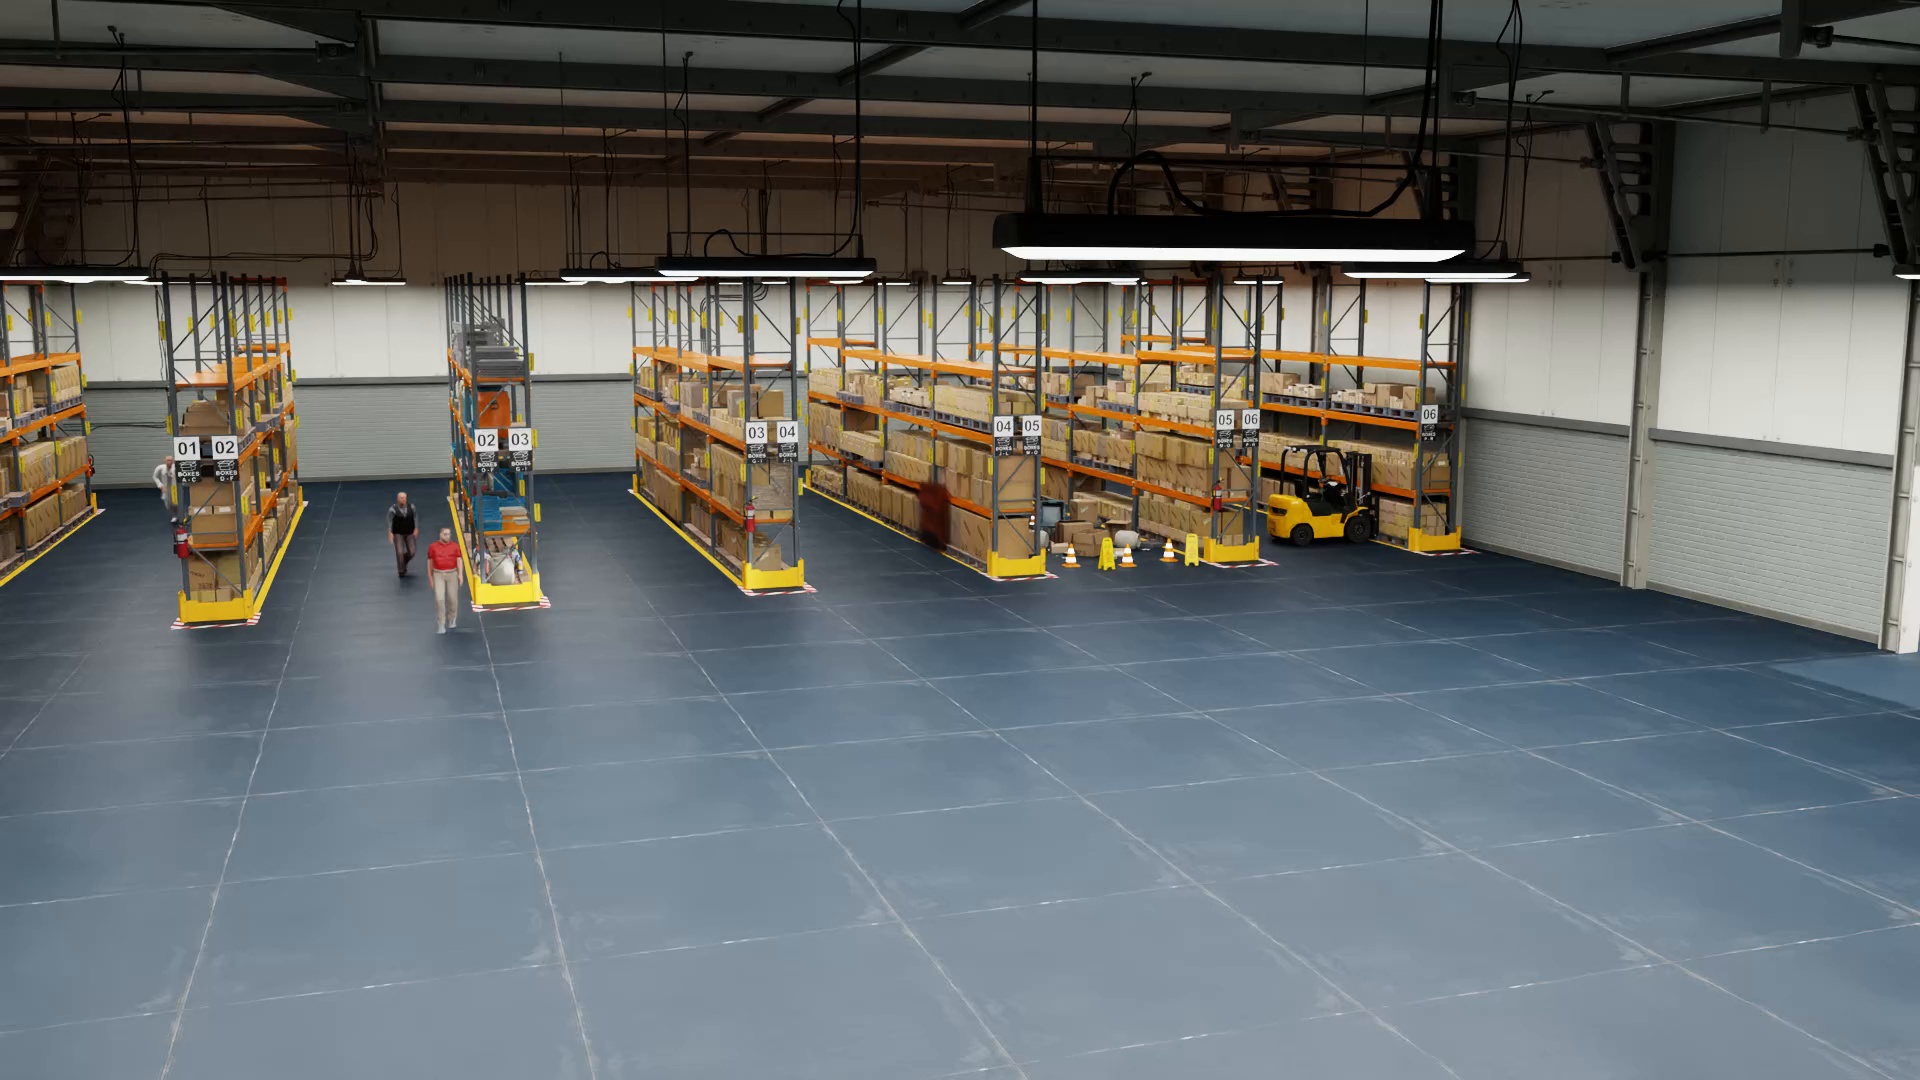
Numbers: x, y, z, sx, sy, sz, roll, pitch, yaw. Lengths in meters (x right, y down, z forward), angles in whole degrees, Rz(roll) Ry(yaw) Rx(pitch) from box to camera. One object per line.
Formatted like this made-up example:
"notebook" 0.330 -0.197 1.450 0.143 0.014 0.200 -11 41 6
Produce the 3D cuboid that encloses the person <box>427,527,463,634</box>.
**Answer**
"person" -8.648 0.681 28.021 0.561 1.763 0.684 -4 9 -24

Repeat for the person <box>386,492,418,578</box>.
"person" -11.171 -0.119 33.290 0.637 1.707 0.586 -6 10 -33

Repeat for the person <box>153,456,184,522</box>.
"person" -19.427 -1.262 40.926 0.680 1.677 0.661 -1 9 -8
